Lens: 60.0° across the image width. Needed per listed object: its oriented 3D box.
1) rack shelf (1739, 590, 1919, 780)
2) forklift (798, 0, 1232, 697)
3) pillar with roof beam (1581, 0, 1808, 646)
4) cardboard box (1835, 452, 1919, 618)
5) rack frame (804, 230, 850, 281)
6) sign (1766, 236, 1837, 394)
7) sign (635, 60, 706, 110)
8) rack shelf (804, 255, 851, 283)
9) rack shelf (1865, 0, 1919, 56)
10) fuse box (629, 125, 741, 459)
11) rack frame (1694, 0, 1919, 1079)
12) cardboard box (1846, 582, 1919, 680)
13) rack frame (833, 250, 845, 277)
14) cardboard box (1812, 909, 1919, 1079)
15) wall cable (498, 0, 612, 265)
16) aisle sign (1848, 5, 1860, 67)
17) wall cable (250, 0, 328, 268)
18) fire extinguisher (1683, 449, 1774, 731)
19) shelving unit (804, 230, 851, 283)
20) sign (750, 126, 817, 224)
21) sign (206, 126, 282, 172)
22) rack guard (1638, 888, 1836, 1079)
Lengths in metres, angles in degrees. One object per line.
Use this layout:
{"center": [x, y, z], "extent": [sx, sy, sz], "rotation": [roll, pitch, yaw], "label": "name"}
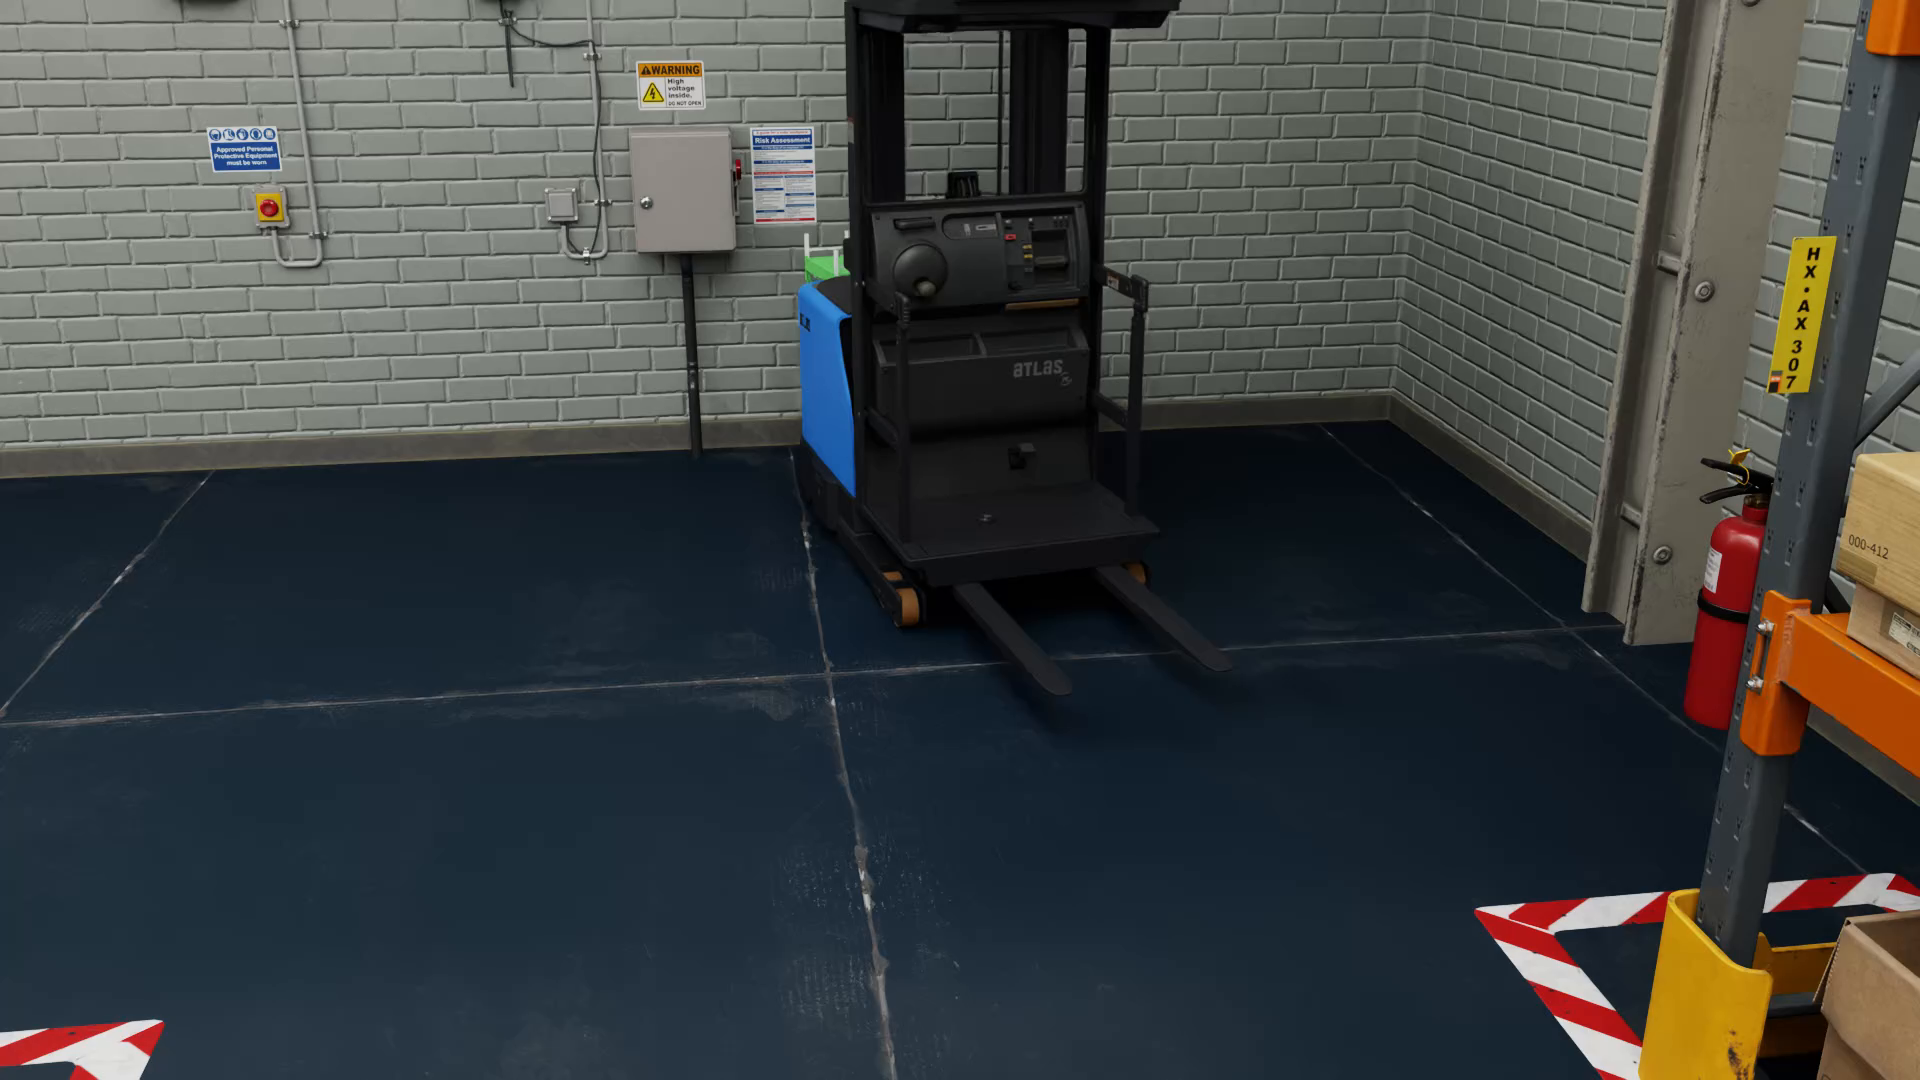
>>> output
{"center": [2.562, 0.946, 1.924], "extent": [1.077, 0.370, 4.000], "rotation": [-3, 21, -8], "label": "rack shelf"}
{"center": [0.162, -1.174, 6.670], "extent": [1.130, 2.935, 3.031], "rotation": [-7, 22, -17], "label": "forklift"}
{"center": [-1.483, -3.656, 4.642], "extent": [9.100, 9.000, 0.400], "rotation": [-3, 21, -8], "label": "pillar with roof beam"}
{"center": [2.072, 0.018, 3.169], "extent": [0.500, 0.250, 0.500], "rotation": [-3, 21, -7], "label": "cardboard box"}
{"center": [-0.680, -1.011, 8.708], "extent": [0.240, 1.200, 0.015], "rotation": [-8, 22, -21], "label": "rack frame"}
{"center": [1.737, -0.461, 3.427], "extent": [0.100, 0.325, 0.005], "rotation": [-3, 21, -8], "label": "sign"}
{"center": [-1.458, -2.294, 8.391], "extent": [0.339, 0.242, 0.001], "rotation": [-3, 21, -8], "label": "sign"}
{"center": [-0.589, -1.322, 8.350], "extent": [0.258, 0.148, 0.480], "rotation": [-8, 22, -21], "label": "rack shelf"}
{"center": [2.562, -0.459, 1.399], "extent": [1.077, 0.370, 4.000], "rotation": [-3, 21, -8], "label": "rack shelf"}
{"center": [-1.374, -1.235, 8.576], "extent": [0.539, 1.711, 0.414], "rotation": [-3, 21, -8], "label": "fuse box"}
{"center": [2.274, -0.083, 3.652], "extent": [1.000, 3.000, 0.127], "rotation": [-3, 21, -8], "label": "rack frame"}
{"center": [2.050, 0.162, 3.354], "extent": [0.380, 0.149, 0.250], "rotation": [-3, 21, -8], "label": "cardboard box"}
{"center": [-0.498, -0.853, 8.284], "extent": [0.240, 1.200, 0.015], "rotation": [-8, 22, -21], "label": "rack frame"}
{"center": [2.268, 1.106, 3.436], "extent": [0.797, 0.503, 0.637], "rotation": [-4, 21, -10], "label": "cardboard box"}
{"center": [-2.072, -2.334, 8.227], "extent": [0.588, 1.984, 0.122], "rotation": [-3, 21, -8], "label": "wall cable"}
{"center": [1.973, -1.310, 3.221], "extent": [0.394, 0.787, 0.004], "rotation": [-3, 21, -8], "label": "aisle sign"}
{"center": [-3.474, -2.273, 8.019], "extent": [0.585, 1.953, 0.123], "rotation": [-3, 21, -8], "label": "wall cable"}
{"center": [1.795, 0.100, 3.805], "extent": [0.296, 0.674, 0.183], "rotation": [-3, 21, -8], "label": "fire extinguisher"}
{"center": [-0.589, -0.932, 8.496], "extent": [0.258, 1.200, 0.503], "rotation": [-8, 22, -21], "label": "shelving unit"}
{"center": [-0.915, -1.890, 8.626], "extent": [0.329, 0.494, 0.001], "rotation": [-3, 21, -8], "label": "sign"}
{"center": [-3.530, -1.928, 8.205], "extent": [0.327, 0.218, 0.001], "rotation": [-3, 21, -8], "label": "sign"}
{"center": [2.285, 1.114, 4.019], "extent": [1.175, 0.500, 0.348], "rotation": [-3, 21, -8], "label": "rack guard"}
